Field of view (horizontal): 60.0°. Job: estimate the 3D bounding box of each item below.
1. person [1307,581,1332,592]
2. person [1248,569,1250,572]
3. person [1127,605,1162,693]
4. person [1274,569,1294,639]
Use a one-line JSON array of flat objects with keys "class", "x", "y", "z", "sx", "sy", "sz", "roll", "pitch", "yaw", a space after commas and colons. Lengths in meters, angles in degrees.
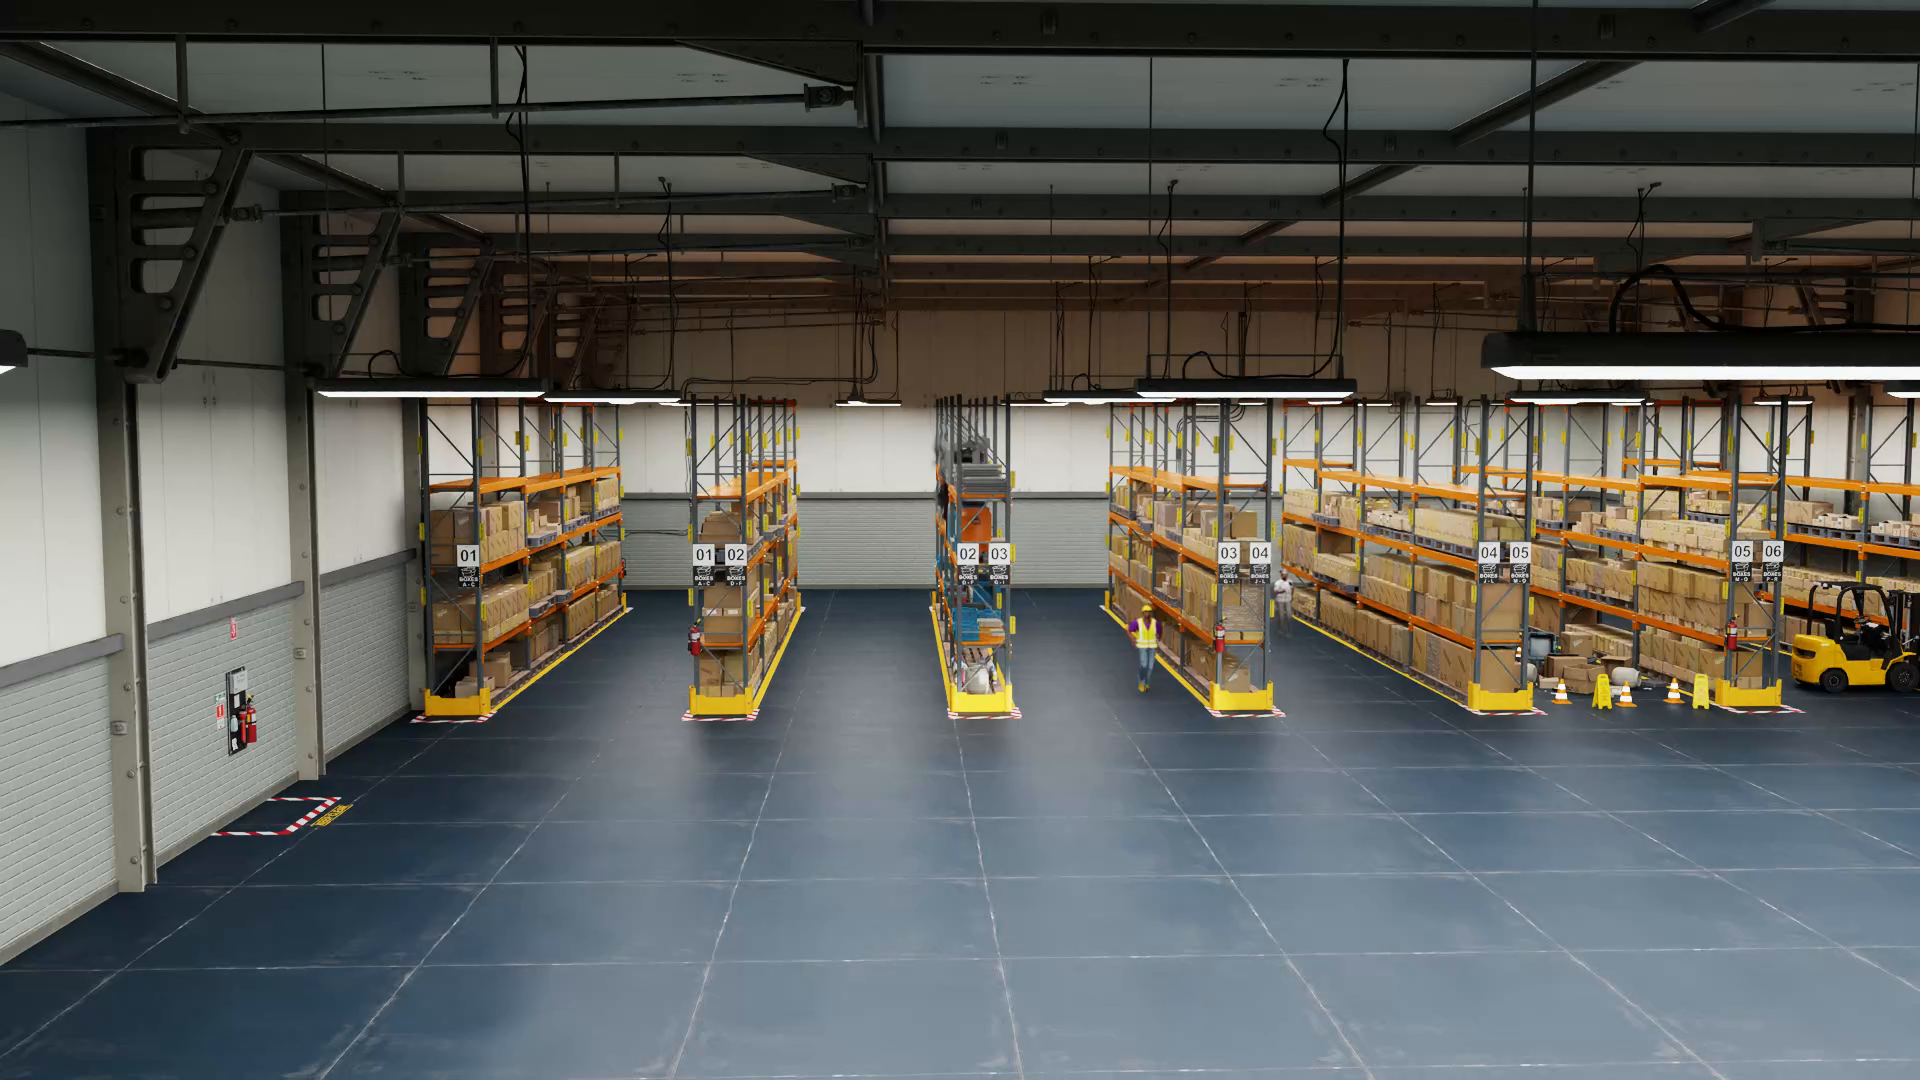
[{"class": "person", "x": 10.465, "y": 0.977, "z": 49.068, "sx": 1.106, "sy": 1.725, "sz": 0.707, "roll": 0, "pitch": 4, "yaw": 1}, {"class": "person", "x": 8.013, "y": 1.127, "z": 48.146, "sx": 0.696, "sy": 1.652, "sz": 0.578, "roll": -4, "pitch": 6, "yaw": -40}, {"class": "person", "x": 3.775, "y": 2.207, "z": 33.607, "sx": 0.679, "sy": 1.773, "sz": 0.652, "roll": -1, "pitch": 5, "yaw": -10}, {"class": "person", "x": 8.148, "y": 1.588, "z": 41.780, "sx": 0.560, "sy": 1.754, "sz": 0.728, "roll": 0, "pitch": 4, "yaw": -1}]
